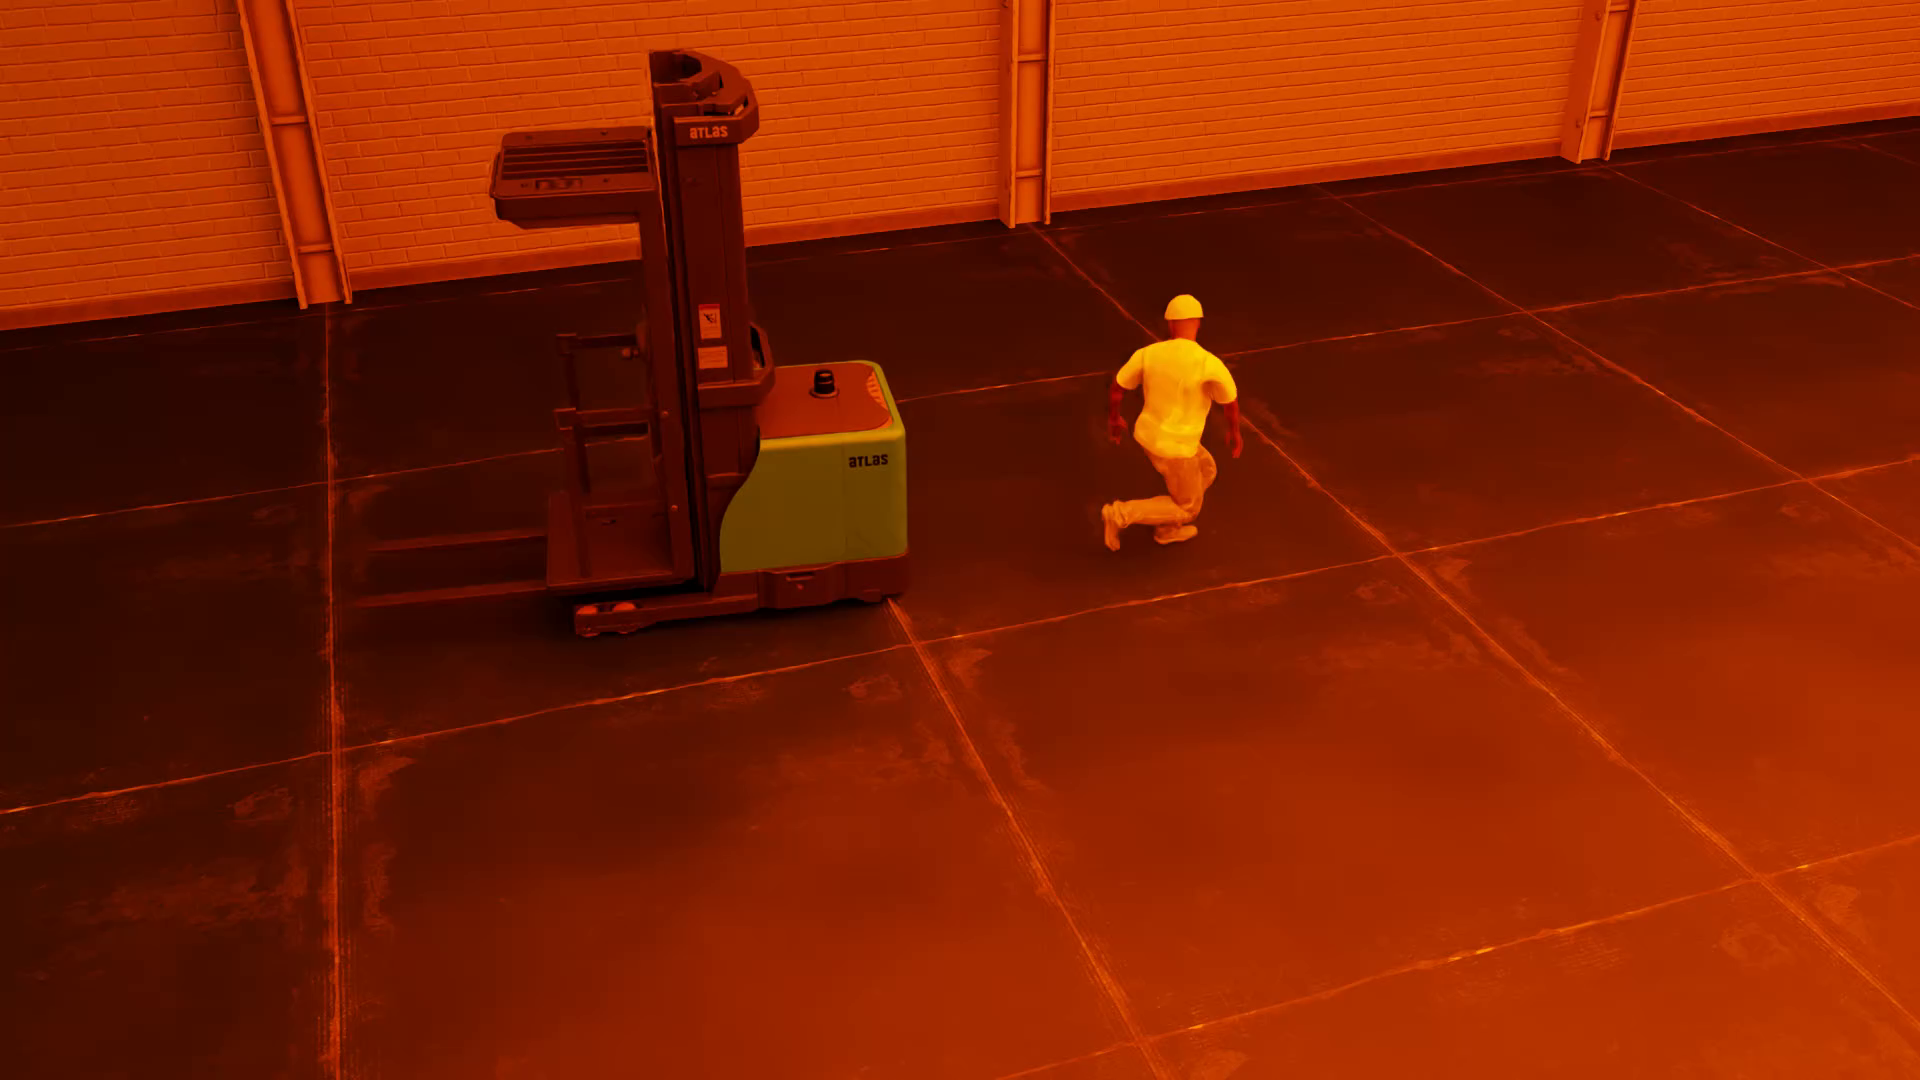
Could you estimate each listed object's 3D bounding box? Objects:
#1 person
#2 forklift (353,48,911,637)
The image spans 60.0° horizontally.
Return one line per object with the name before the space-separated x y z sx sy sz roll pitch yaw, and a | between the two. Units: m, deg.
person | 1.184 -0.657 9.657 0.814 1.538 0.691 -13 32 -21
forklift | -1.848 -1.026 8.870 3.031 2.935 1.130 -6 30 -10
